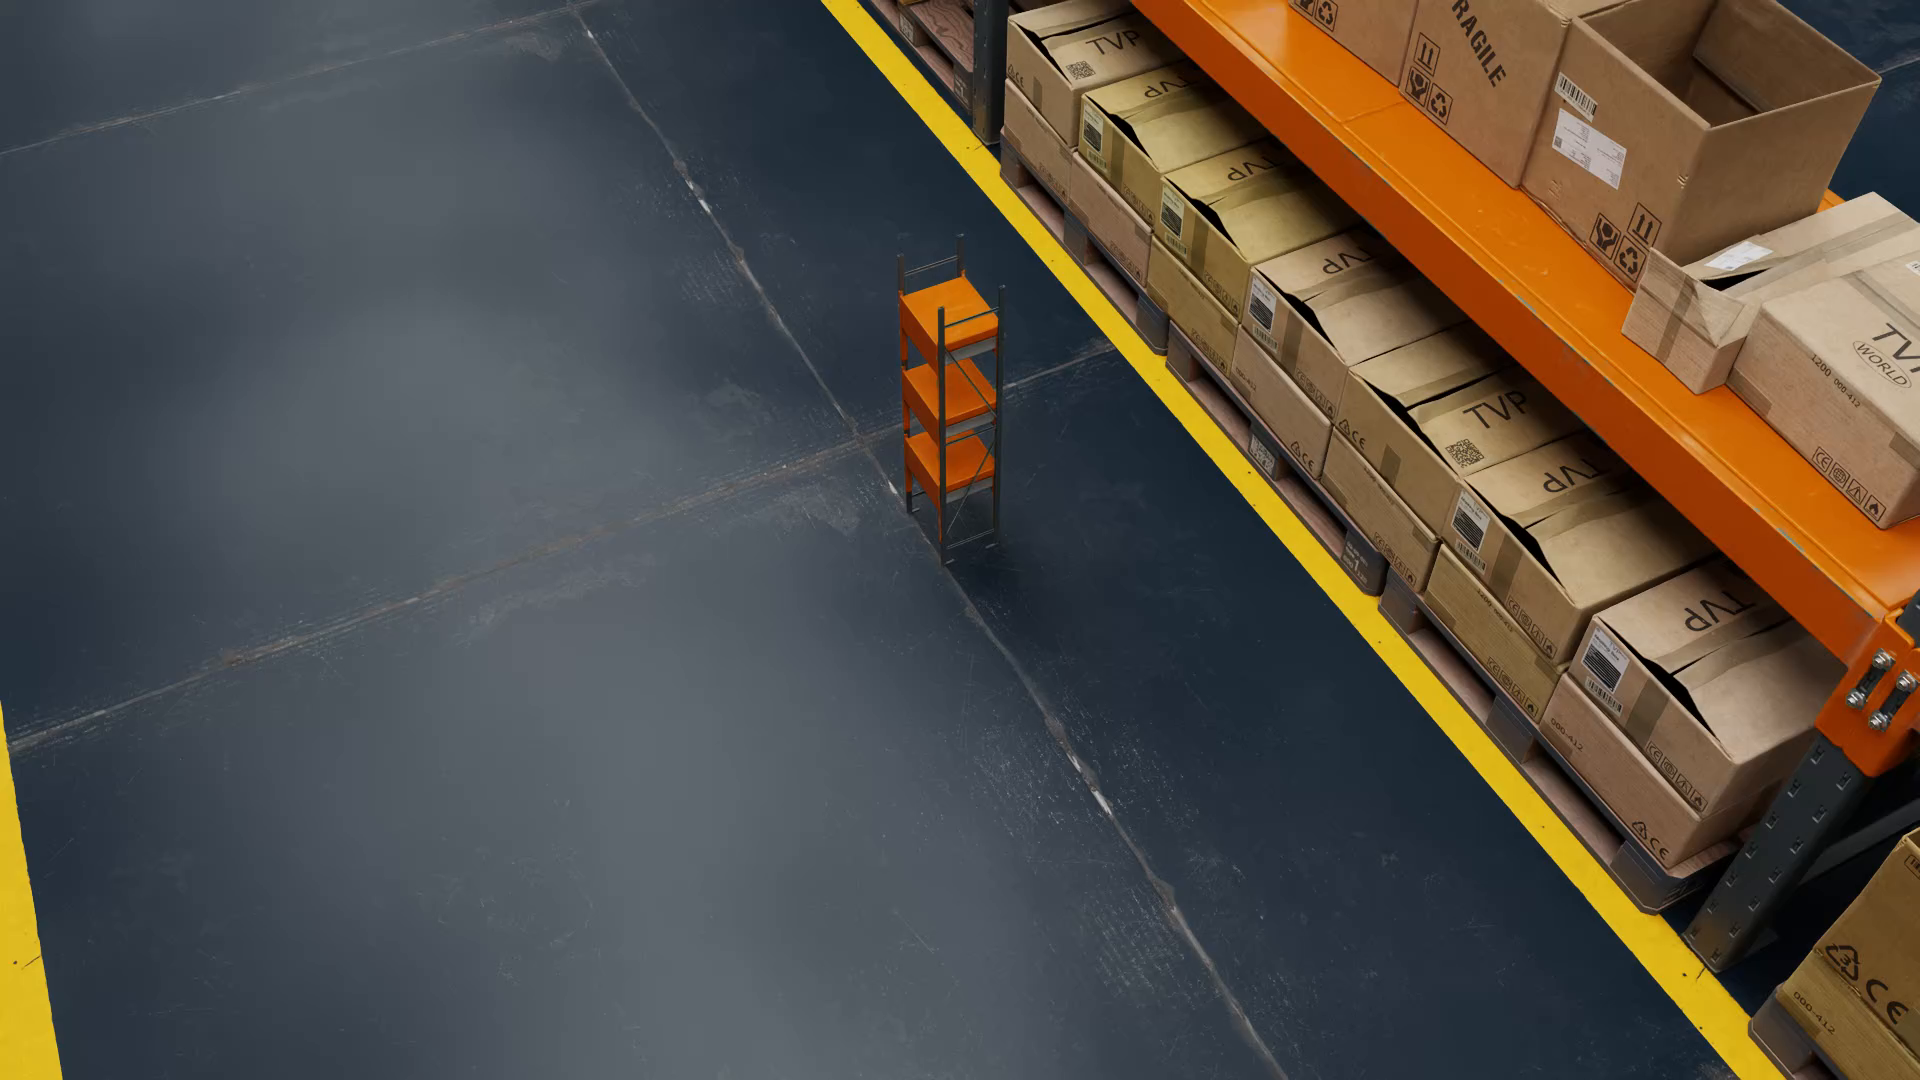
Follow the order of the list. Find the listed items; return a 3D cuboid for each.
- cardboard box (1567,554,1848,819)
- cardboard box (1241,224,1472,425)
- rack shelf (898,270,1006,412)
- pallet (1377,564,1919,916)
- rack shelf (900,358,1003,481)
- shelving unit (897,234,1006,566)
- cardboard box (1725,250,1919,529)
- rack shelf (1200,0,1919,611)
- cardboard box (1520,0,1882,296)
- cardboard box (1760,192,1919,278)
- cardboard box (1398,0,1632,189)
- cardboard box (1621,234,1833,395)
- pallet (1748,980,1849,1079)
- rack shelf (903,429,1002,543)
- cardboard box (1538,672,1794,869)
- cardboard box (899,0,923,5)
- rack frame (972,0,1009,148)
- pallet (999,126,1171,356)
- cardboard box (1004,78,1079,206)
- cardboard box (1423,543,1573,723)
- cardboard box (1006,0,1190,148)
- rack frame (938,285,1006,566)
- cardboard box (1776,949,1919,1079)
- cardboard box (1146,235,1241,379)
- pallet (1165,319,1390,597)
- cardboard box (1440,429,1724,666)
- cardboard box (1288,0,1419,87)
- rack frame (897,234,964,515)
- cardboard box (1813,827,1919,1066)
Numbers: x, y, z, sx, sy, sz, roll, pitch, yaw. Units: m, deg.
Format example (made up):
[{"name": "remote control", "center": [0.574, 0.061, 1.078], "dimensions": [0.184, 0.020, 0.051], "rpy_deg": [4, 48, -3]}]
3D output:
[{"name": "cardboard box", "center": [1.912, 0.329, 4.145], "dimensions": [0.500, 0.311, 0.500], "rpy_deg": [-21, 52, -18]}, {"name": "cardboard box", "center": [1.215, -0.690, 5.036], "dimensions": [0.500, 0.311, 0.500], "rpy_deg": [-22, 52, -18]}, {"name": "rack shelf", "center": [-0.024, -0.561, 4.681], "dimensions": [0.215, 0.259, 0.240], "rpy_deg": [-21, 52, -18]}, {"name": "pallet", "center": [1.980, 0.357, 4.797], "dimensions": [1.003, 0.211, 1.213], "rpy_deg": [-21, 52, -18]}, {"name": "rack shelf", "center": [-0.024, -0.374, 4.894], "dimensions": [0.215, 0.259, 0.240], "rpy_deg": [-21, 52, -18]}, {"name": "shelving unit", "center": [-0.024, -0.381, 4.886], "dimensions": [0.215, 1.050, 0.252], "rpy_deg": [-21, 52, -18]}, {"name": "cardboard box", "center": [2.088, -0.346, 3.660], "dimensions": [0.500, 0.250, 0.500], "rpy_deg": [-18, 51, -15]}, {"name": "rack shelf", "center": [1.437, -1.247, 4.696], "dimensions": [0.919, 0.124, 3.809], "rpy_deg": [-21, 52, -18]}, {"name": "cardboard box", "center": [1.774, -0.986, 4.053], "dimensions": [0.500, 0.500, 0.500], "rpy_deg": [-18, 51, -15]}, {"name": "cardboard box", "center": [2.128, -0.662, 4.003], "dimensions": [0.380, 0.149, 0.250], "rpy_deg": [-21, 52, -18]}, {"name": "cardboard box", "center": [1.545, -1.322, 4.347], "dimensions": [0.500, 0.500, 0.500], "rpy_deg": [-21, 52, -17]}, {"name": "cardboard box", "center": [1.787, -0.562, 3.838], "dimensions": [0.396, 0.266, 0.258], "rpy_deg": [-22, 52, -18]}, {"name": "pallet", "center": [2.679, 1.383, 3.900], "dimensions": [1.003, 0.211, 1.213], "rpy_deg": [-21, 52, -18]}, {"name": "rack shelf", "center": [-0.024, -0.191, 5.103], "dimensions": [0.215, 0.259, 0.240], "rpy_deg": [-21, 52, -18]}, {"name": "cardboard box", "center": [1.905, 0.508, 4.361], "dimensions": [0.500, 0.250, 0.500], "rpy_deg": [-22, 52, -18]}, {"name": "cardboard box", "center": [-0.115, -2.625, 6.922], "dimensions": [0.500, 0.500, 0.500], "rpy_deg": [-19, 52, -16]}, {"name": "rack frame", "center": [0.522, -2.758, 5.670], "dimensions": [1.000, 3.000, 0.127], "rpy_deg": [-21, 52, -18]}, {"name": "pallet", "center": [0.864, -1.276, 6.226], "dimensions": [1.003, 0.211, 1.213], "rpy_deg": [-21, 52, -18]}, {"name": "cardboard box", "center": [0.500, -1.540, 6.152], "dimensions": [0.500, 0.250, 0.500], "rpy_deg": [-21, 52, -18]}, {"name": "cardboard box", "center": [1.675, 0.169, 4.657], "dimensions": [0.500, 0.250, 0.500], "rpy_deg": [-22, 52, -18]}, {"name": "cardboard box", "center": [0.500, -1.724, 5.940], "dimensions": [0.500, 0.311, 0.500], "rpy_deg": [-20, 52, -16]}, {"name": "rack frame", "center": [0.031, -0.300, 4.815], "dimensions": [0.200, 1.050, 0.008], "rpy_deg": [-21, 52, -18]}, {"name": "cardboard box", "center": [2.295, 1.101, 3.842], "dimensions": [0.500, 0.250, 0.500], "rpy_deg": [-21, 52, -18]}, {"name": "cardboard box", "center": [0.974, -0.858, 5.555], "dimensions": [0.500, 0.250, 0.500], "rpy_deg": [-22, 53, -18]}, {"name": "pallet", "center": [1.418, -0.460, 5.512], "dimensions": [1.003, 0.211, 1.213], "rpy_deg": [-21, 52, -18]}, {"name": "cardboard box", "center": [1.668, -0.017, 4.447], "dimensions": [0.500, 0.311, 0.500], "rpy_deg": [-20, 52, -17]}, {"name": "cardboard box", "center": [1.304, -1.674, 4.655], "dimensions": [0.500, 0.500, 0.500], "rpy_deg": [-24, 53, -19]}, {"name": "rack frame", "center": [-0.080, -0.463, 4.958], "dimensions": [0.200, 1.050, 0.008], "rpy_deg": [-21, 52, -18]}, {"name": "cardboard box", "center": [2.286, 0.857, 3.557], "dimensions": [0.500, 0.500, 0.500], "rpy_deg": [-21, 52, -18]}]
